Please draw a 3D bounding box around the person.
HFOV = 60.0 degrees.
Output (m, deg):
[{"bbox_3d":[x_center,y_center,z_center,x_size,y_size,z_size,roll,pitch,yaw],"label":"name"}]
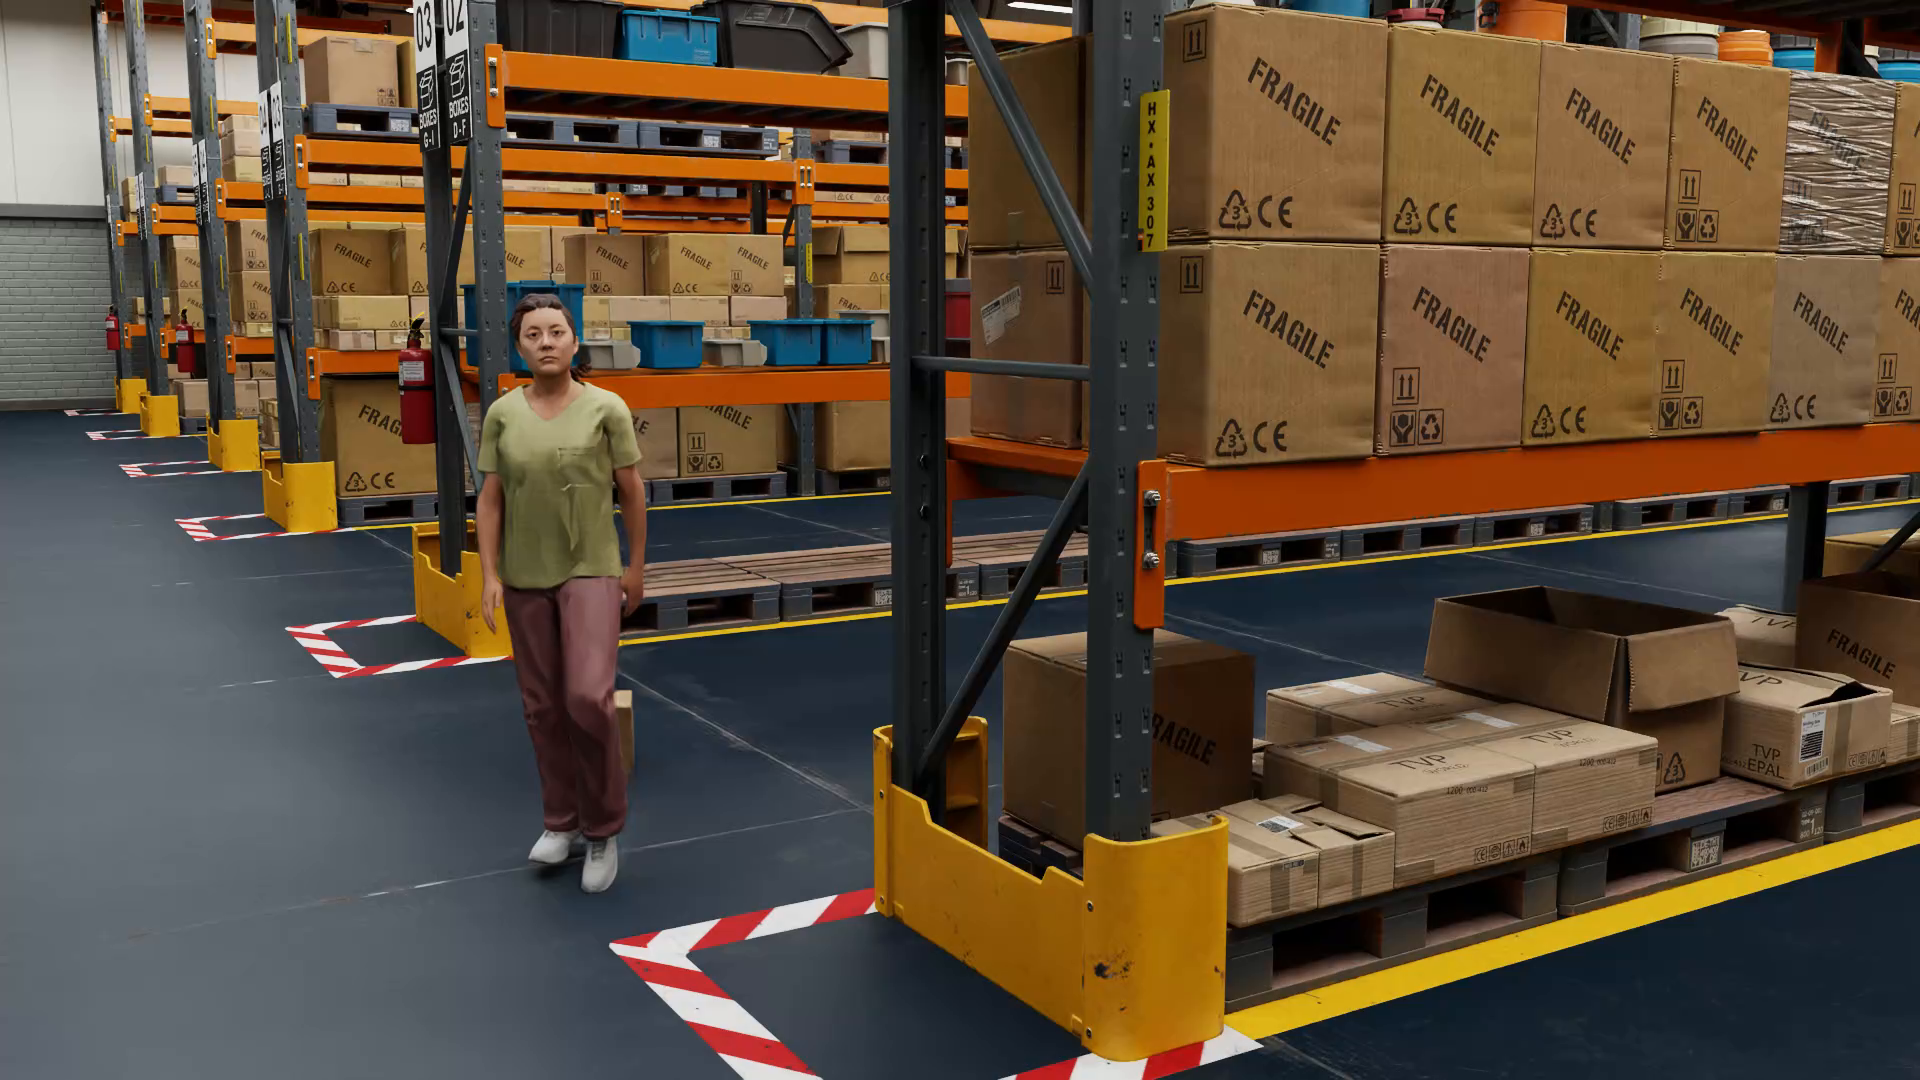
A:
[{"bbox_3d":[-1.147,0.149,4.753,0.454,1.689,0.502,0,8,3],"label":"person"}]
